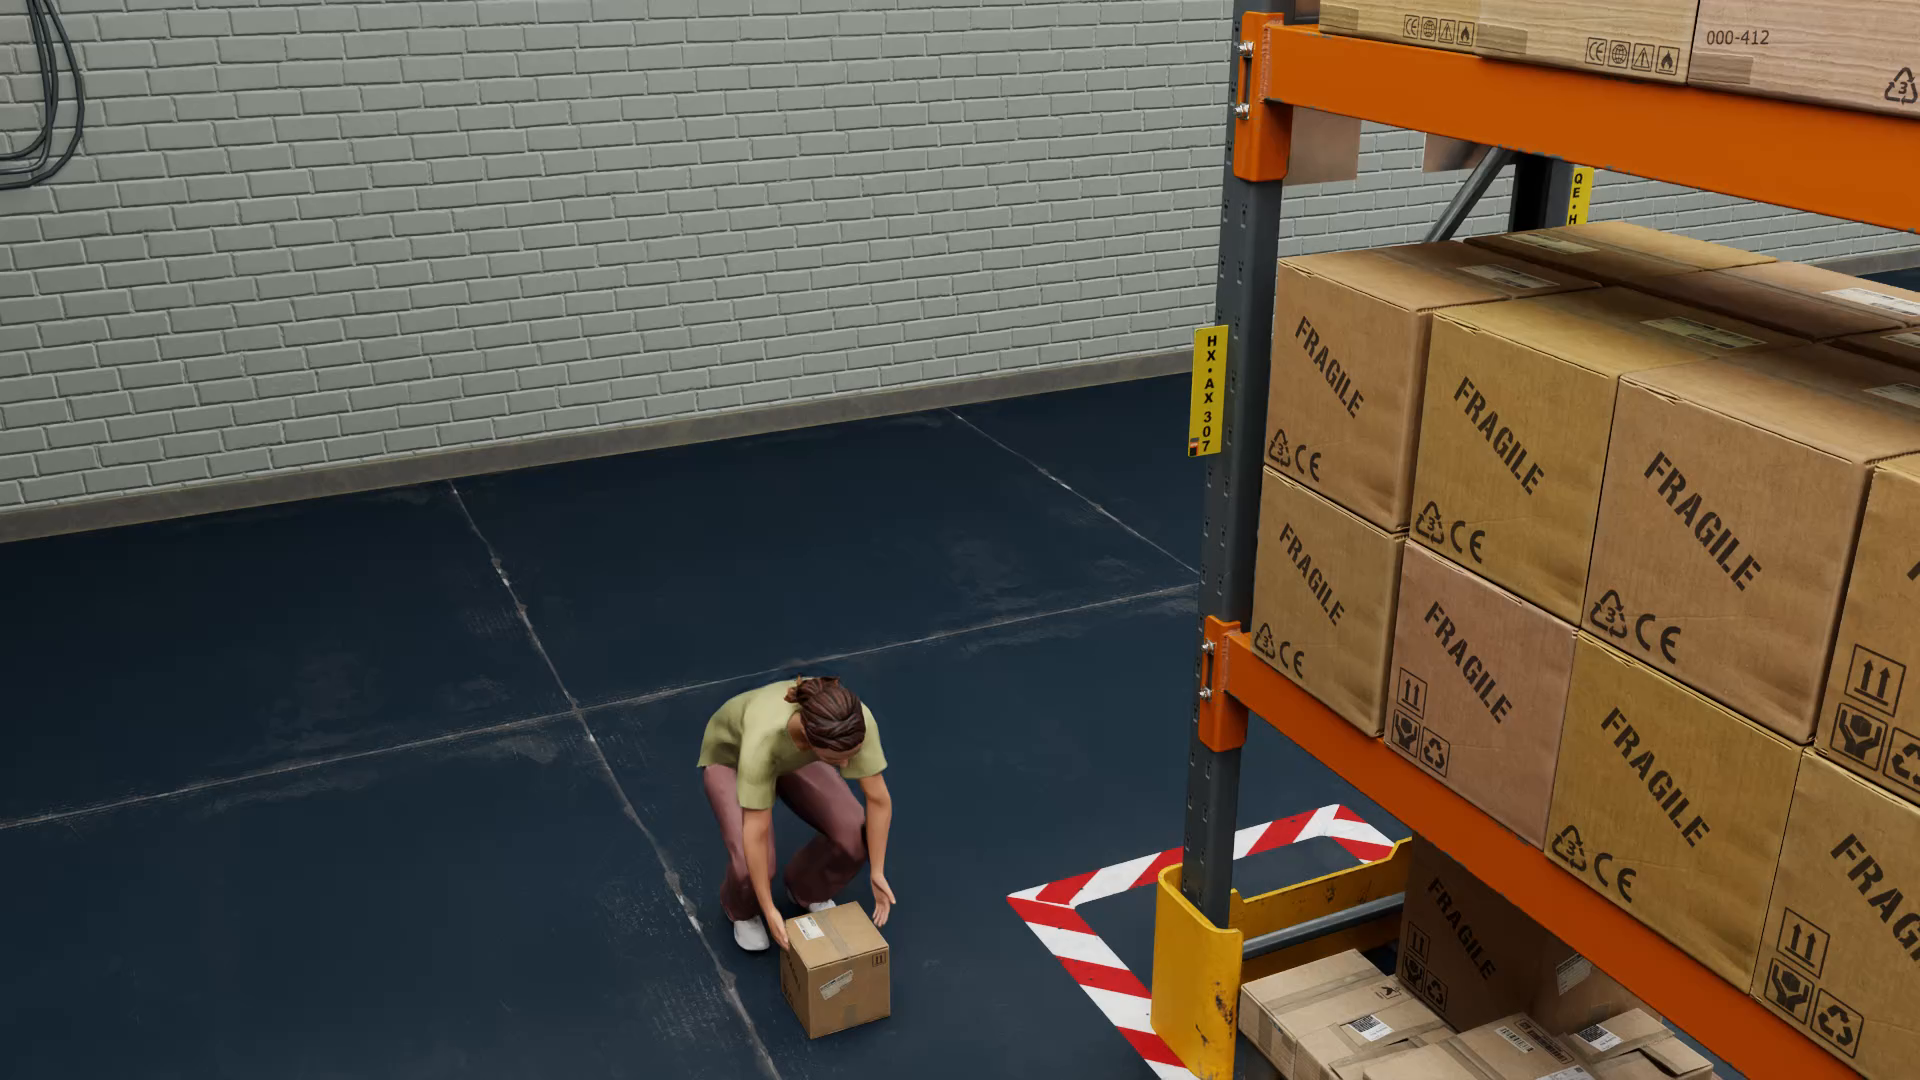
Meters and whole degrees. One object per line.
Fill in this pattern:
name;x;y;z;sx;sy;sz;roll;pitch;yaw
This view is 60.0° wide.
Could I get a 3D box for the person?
person;-0.499;0.787;5.066;0.494;0.998;0.782;-10;24;-24
